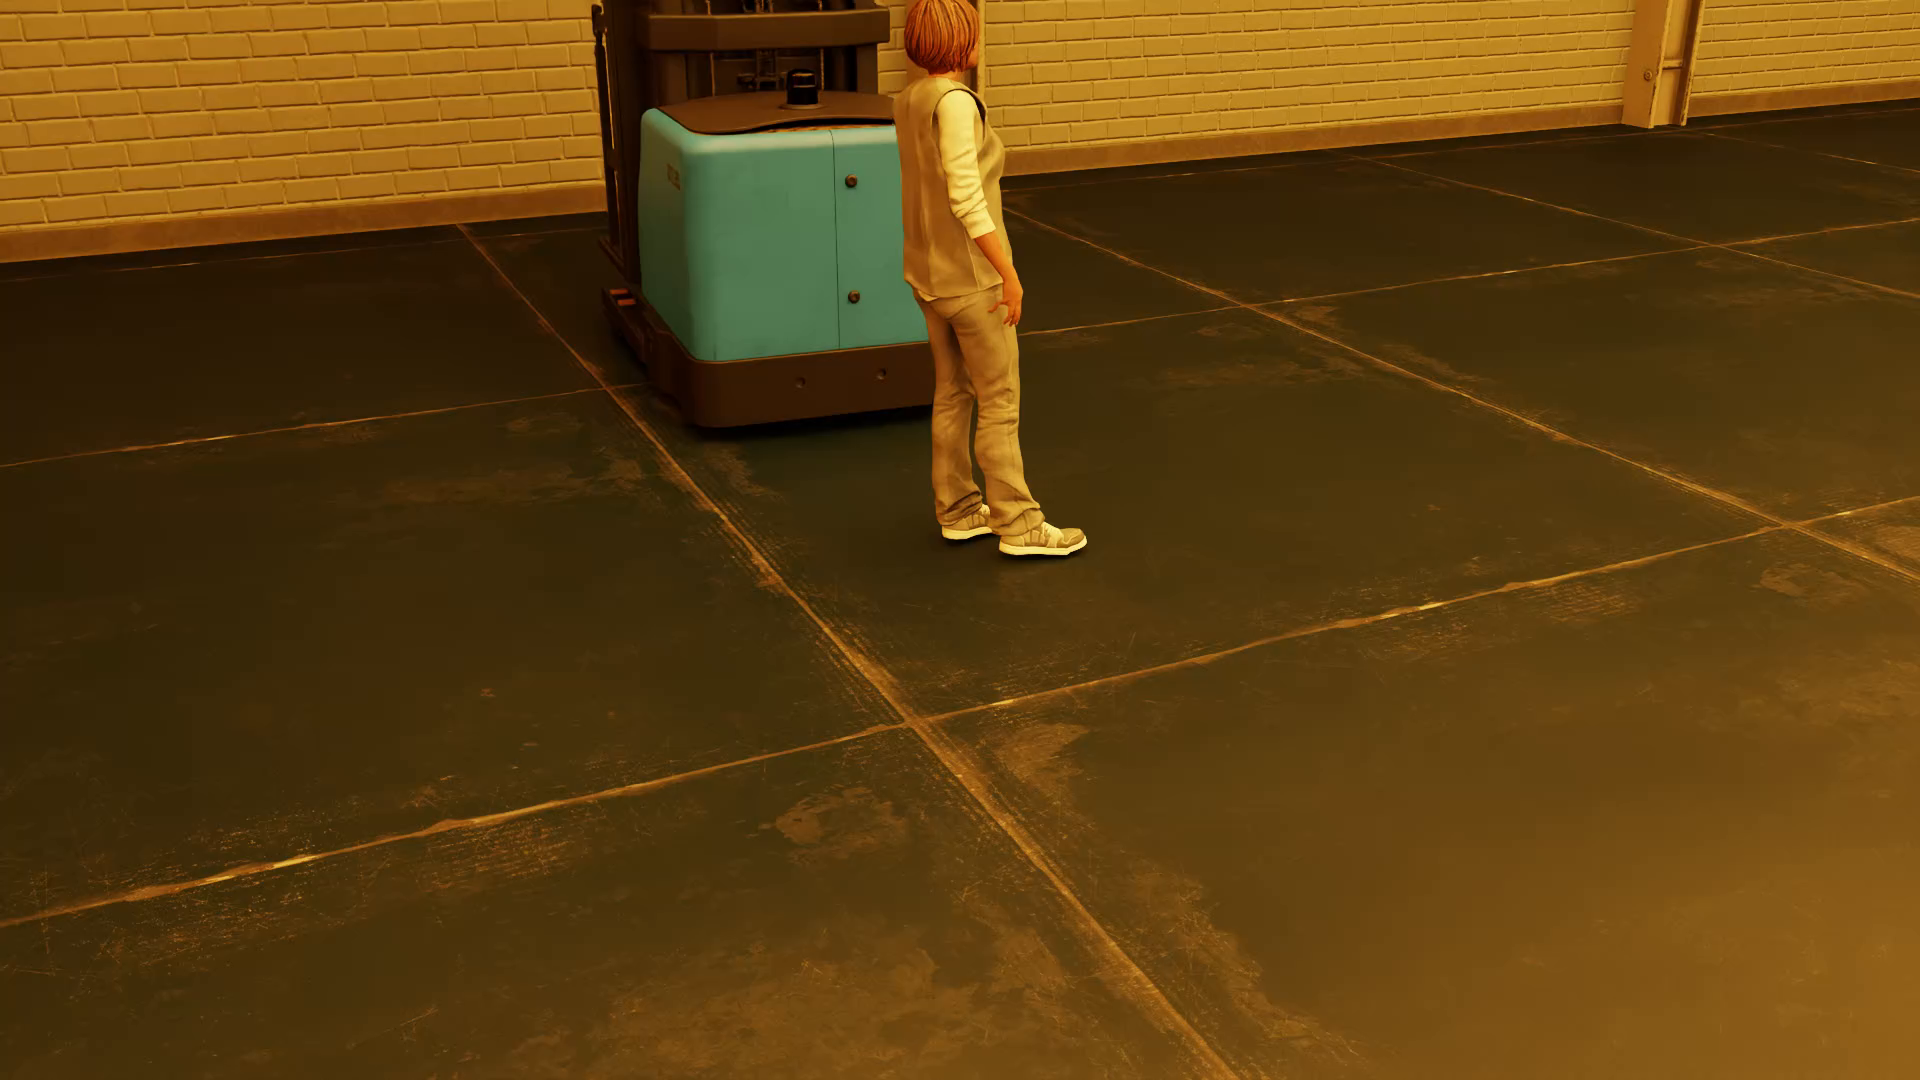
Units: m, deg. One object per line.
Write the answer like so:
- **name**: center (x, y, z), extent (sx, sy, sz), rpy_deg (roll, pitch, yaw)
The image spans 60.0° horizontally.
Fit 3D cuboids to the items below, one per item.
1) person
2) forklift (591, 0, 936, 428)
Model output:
- **person**: center (0.073, -0.752, 4.814), extent (0.474, 1.598, 0.519), rpy_deg (-10, 25, -23)
- **forklift**: center (-0.952, -2.285, 6.786), extent (1.130, 2.935, 3.031), rpy_deg (-8, 24, -19)
